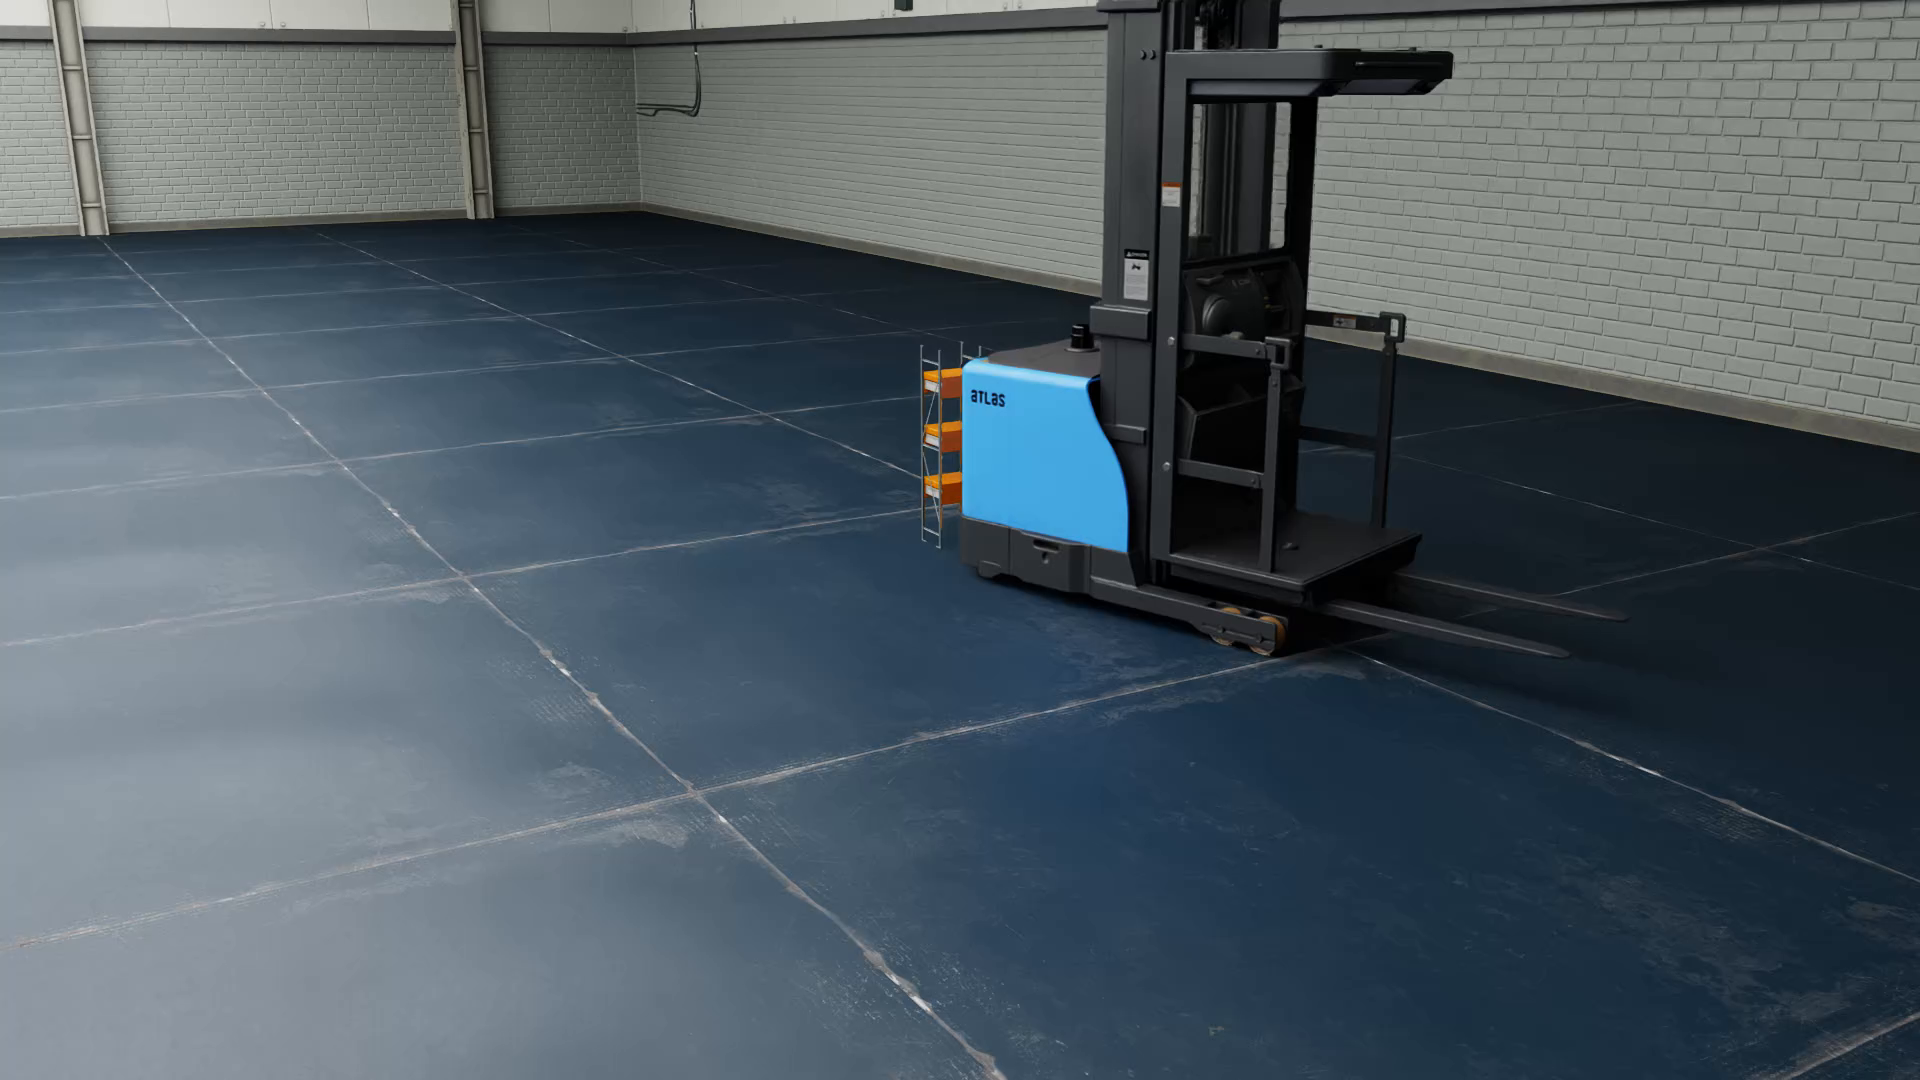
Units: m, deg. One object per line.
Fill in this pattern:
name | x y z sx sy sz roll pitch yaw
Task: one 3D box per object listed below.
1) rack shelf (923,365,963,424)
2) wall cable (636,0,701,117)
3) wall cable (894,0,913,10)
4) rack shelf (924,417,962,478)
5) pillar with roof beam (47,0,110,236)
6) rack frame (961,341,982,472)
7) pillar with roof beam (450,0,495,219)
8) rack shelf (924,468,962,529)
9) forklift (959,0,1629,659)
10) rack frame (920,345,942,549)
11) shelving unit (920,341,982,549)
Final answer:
rack shelf | -0.046 -0.761 8.668 0.240 0.259 0.215 -9 18 -30
wall cable | -5.099 -8.523 28.397 0.112 2.526 3.097 -9 18 -30
wall cable | -0.223 -9.457 19.675 0.169 6.003 2.305 -9 18 -30
rack shelf | -0.046 -0.488 8.744 0.240 0.259 0.215 -9 18 -30
pillar with roof beam | -11.231 -8.085 21.080 0.400 9.000 9.100 -9 18 -30
rack frame | 0.059 -0.515 8.802 0.008 1.050 0.200 -9 18 -30
pillar with roof beam | -6.088 -8.919 24.055 0.400 9.000 9.100 -9 18 -30
rack shelf | -0.046 -0.220 8.819 0.240 0.259 0.215 -9 18 -30
forklift | 1.435 -1.076 7.320 3.031 2.935 1.130 13 20 39
rack frame | -0.150 -0.481 8.681 0.008 1.050 0.200 -9 18 -30
shelving unit | -0.046 -0.498 8.742 0.252 1.050 0.215 -9 18 -30
